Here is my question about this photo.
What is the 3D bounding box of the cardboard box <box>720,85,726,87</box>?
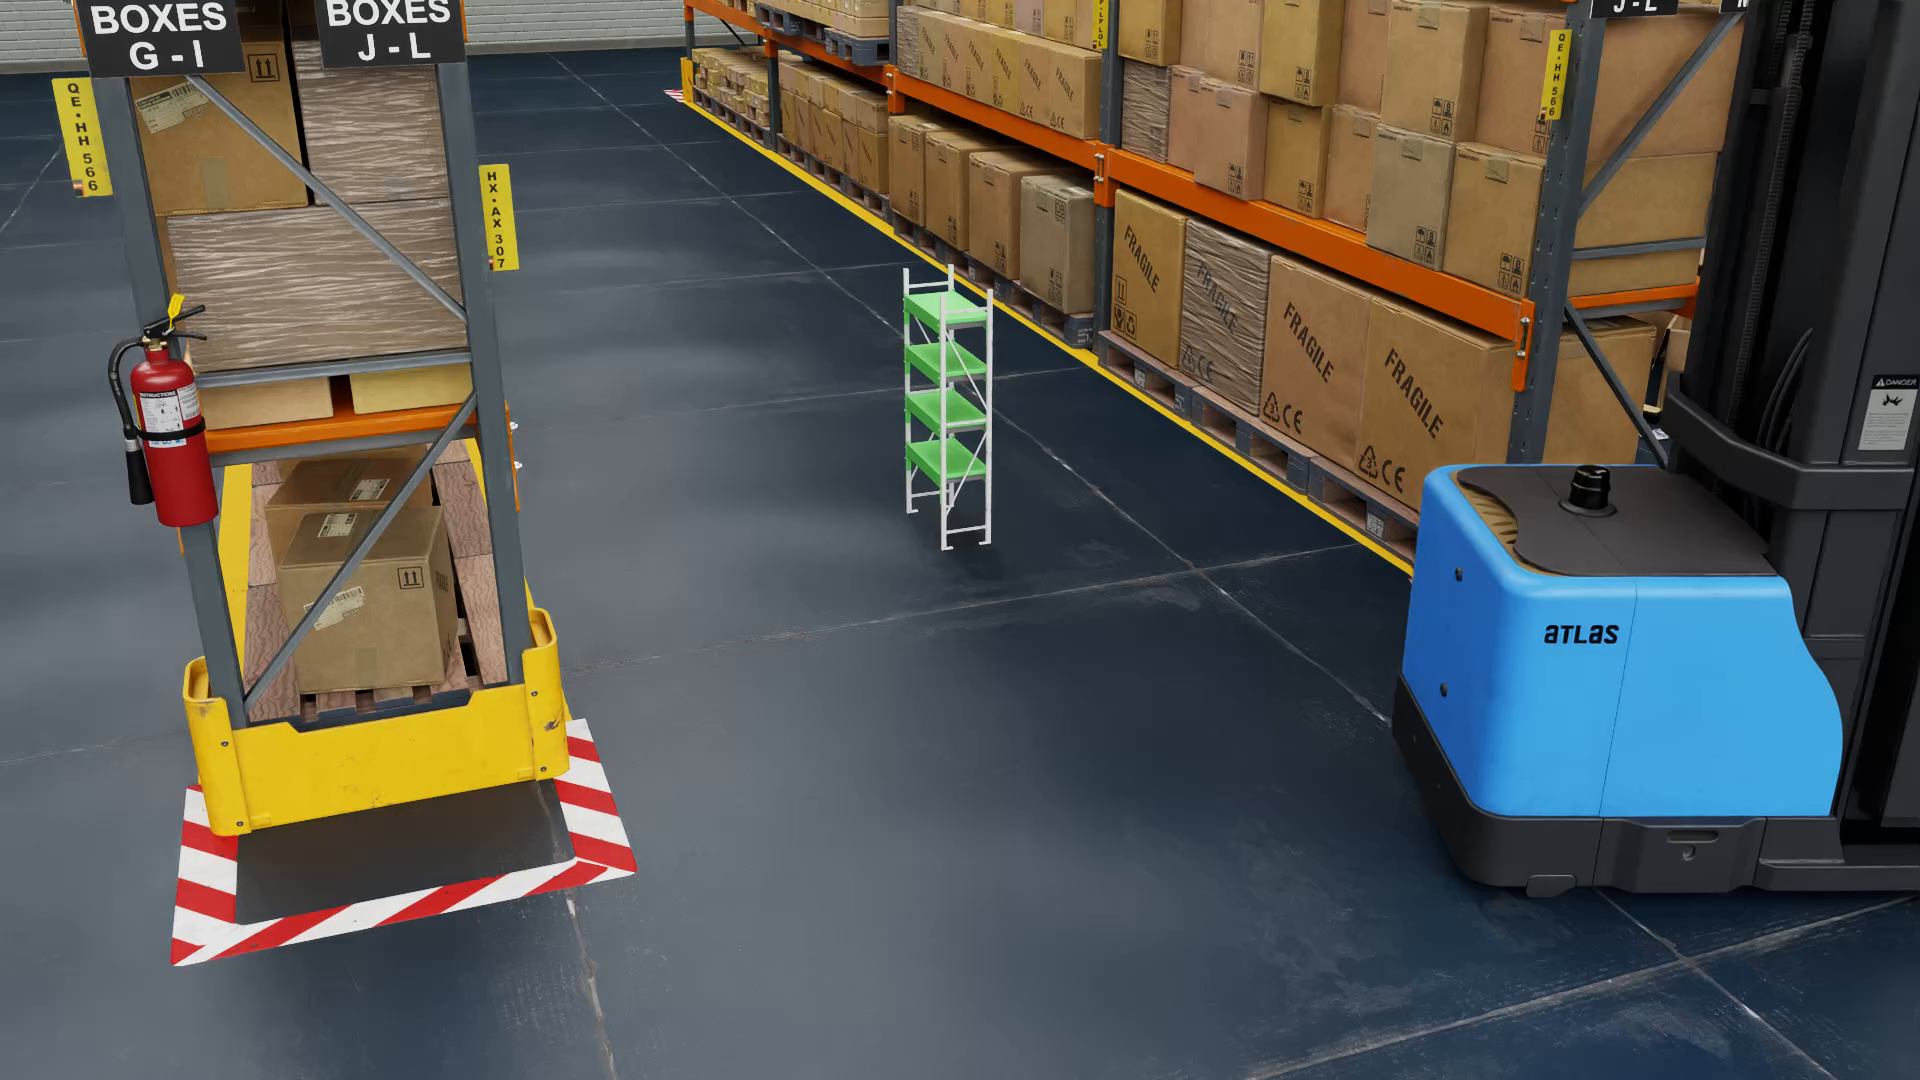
[{"bbox_3d":[-2.596,-5.261,19.501,0.380,0.149,0.250,-8,24,-19],"label":"cardboard box"}]

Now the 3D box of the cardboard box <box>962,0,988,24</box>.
[{"bbox_3d":[0.427,-4.042,12.063,0.700,0.500,0.500,-9,24,-20],"label":"cardboard box"}]

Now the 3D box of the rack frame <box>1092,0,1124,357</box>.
[{"bbox_3d":[1.328,-2.616,10.095,1.000,3.000,0.127,-8,24,-19],"label":"rack frame"}]

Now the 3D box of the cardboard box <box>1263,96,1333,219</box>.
[{"bbox_3d":[2.046,-1.965,8.357,0.875,0.550,0.500,-8,24,-19],"label":"cardboard box"}]

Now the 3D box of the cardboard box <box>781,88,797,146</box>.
[{"bbox_3d":[-1.485,-4.260,16.673,0.500,0.500,0.500,-7,24,-17],"label":"cardboard box"}]

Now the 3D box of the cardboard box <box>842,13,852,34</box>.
[{"bbox_3d":[-0.776,-4.354,14.001,0.380,0.149,0.250,-8,24,-19],"label":"cardboard box"}]

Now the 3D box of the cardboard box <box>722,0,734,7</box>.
[{"bbox_3d":[-2.438,-6.037,18.535,0.380,0.149,0.250,-8,24,-18],"label":"cardboard box"}]

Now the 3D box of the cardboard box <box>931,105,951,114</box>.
[{"bbox_3d":[-0.102,-3.741,14.475,0.500,0.250,0.500,-9,25,-21],"label":"cardboard box"}]

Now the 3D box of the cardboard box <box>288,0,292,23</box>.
[{"bbox_3d":[-2.405,-1.945,6.704,0.500,0.500,0.500,-8,24,-19],"label":"cardboard box"}]

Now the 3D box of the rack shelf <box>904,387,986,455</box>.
[{"bbox_3d":[-0.058,-0.554,7.684,0.258,0.148,0.480,-8,24,-19],"label":"rack shelf"}]

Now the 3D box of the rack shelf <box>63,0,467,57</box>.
[{"bbox_3d":[-2.642,-2.297,6.401,1.077,0.370,4.000,-8,24,-19],"label":"rack shelf"}]

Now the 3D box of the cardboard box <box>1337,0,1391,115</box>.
[{"bbox_3d":[2.295,-2.279,7.712,0.875,0.550,0.550,-8,24,-19],"label":"cardboard box"}]

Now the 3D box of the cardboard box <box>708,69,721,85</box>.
[{"bbox_3d":[-2.764,-5.476,19.626,0.380,0.149,0.250,-8,24,-17],"label":"cardboard box"}]

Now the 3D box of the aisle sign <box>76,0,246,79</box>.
[{"bbox_3d":[-2.194,-1.653,4.464,0.394,0.787,0.004,-8,24,-19],"label":"aisle sign"}]

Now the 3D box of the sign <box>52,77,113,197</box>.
[{"bbox_3d":[-2.461,-1.129,4.670,0.100,0.325,0.005,-8,24,-19],"label":"sign"}]

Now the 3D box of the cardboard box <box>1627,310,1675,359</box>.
[{"bbox_3d":[4.009,-1.420,10.298,0.797,0.637,0.503,-8,24,-19],"label":"cardboard box"}]

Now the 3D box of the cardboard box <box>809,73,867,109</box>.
[{"bbox_3d":[-1.118,-4.226,15.628,0.500,0.250,0.500,-7,24,-17],"label":"cardboard box"}]

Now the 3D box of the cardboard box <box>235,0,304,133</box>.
[{"bbox_3d":[-2.886,-1.875,6.537,0.500,0.500,0.500,-8,24,-19],"label":"cardboard box"}]

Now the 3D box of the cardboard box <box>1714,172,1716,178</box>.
[{"bbox_3d":[5.478,-2.766,13.293,0.950,0.372,0.625,-7,24,-16],"label":"cardboard box"}]

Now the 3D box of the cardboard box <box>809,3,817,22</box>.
[{"bbox_3d":[-1.138,-4.730,14.894,0.380,0.149,0.250,-8,24,-17],"label":"cardboard box"}]

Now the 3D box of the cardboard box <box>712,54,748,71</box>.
[{"bbox_3d":[-2.700,-5.622,19.590,0.380,0.149,0.250,-10,25,-22],"label":"cardboard box"}]

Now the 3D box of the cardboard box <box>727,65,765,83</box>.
[{"bbox_3d":[-2.397,-5.234,18.671,0.380,0.149,0.250,-9,25,-21],"label":"cardboard box"}]

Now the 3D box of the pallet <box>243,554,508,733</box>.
[{"bbox_3d":[-2.216,0.438,6.438,1.003,0.211,1.213,-8,24,-19],"label":"pallet"}]

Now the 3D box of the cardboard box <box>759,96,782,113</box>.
[{"bbox_3d":[-1.907,-4.611,17.574,0.380,0.149,0.250,-8,24,-18],"label":"cardboard box"}]

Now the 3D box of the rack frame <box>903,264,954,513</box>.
[{"bbox_3d":[-0.145,-0.702,7.870,0.240,1.200,0.015,-8,24,-19],"label":"rack frame"}]

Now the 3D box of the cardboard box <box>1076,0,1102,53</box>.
[{"bbox_3d":[1.147,-3.303,10.308,0.700,0.500,0.500,-9,24,-20],"label":"cardboard box"}]

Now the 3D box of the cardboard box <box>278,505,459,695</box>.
[{"bbox_3d":[-2.140,0.210,6.067,0.500,0.500,0.500,-4,23,-9],"label":"cardboard box"}]

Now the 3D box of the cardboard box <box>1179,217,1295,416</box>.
[{"bbox_3d":[1.806,-1.266,9.086,0.875,0.875,0.875,-8,24,-19],"label":"cardboard box"}]

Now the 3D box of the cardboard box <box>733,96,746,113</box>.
[{"bbox_3d":[-2.321,-4.875,18.583,0.380,0.149,0.250,-8,24,-19],"label":"cardboard box"}]

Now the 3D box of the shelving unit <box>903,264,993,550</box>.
[{"bbox_3d":[-0.058,-0.613,7.660,0.258,1.200,0.503,-8,24,-19],"label":"shelving unit"}]

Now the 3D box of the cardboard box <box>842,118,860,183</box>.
[{"bbox_3d":[-0.742,-3.504,14.879,0.500,0.500,0.500,-7,24,-17],"label":"cardboard box"}]

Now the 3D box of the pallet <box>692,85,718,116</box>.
[{"bbox_3d":[-2.631,-5.364,20.204,1.003,0.211,1.213,-8,24,-19],"label":"pallet"}]

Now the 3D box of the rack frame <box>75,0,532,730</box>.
[{"bbox_3d":[-1.935,-0.519,5.120,1.000,3.000,0.127,-8,24,-19],"label":"rack frame"}]

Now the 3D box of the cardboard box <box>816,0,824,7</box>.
[{"bbox_3d":[-1.051,-4.775,14.618,0.380,0.149,0.250,-9,24,-19],"label":"cardboard box"}]

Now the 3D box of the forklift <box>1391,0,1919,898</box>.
[{"bbox_3d":[3.056,-0.436,5.010,3.031,2.935,1.130,0,23,0],"label":"forklift"}]

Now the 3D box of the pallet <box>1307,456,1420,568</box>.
[{"bbox_3d":[2.385,-0.158,7.852,1.003,0.211,1.213,-8,24,-19],"label":"pallet"}]

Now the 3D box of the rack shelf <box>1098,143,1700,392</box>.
[{"bbox_3d":[2.034,-1.558,8.511,1.077,0.370,4.000,-8,24,-19],"label":"rack shelf"}]

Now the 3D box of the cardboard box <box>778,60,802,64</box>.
[{"bbox_3d":[-1.954,-5.402,19.069,0.380,0.149,0.250,-8,24,-19],"label":"cardboard box"}]

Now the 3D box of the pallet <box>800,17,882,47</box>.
[{"bbox_3d":[-0.823,-4.695,15.274,1.003,0.211,1.213,-8,24,-19],"label":"pallet"}]

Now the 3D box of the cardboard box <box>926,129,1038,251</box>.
[{"bbox_3d":[0.358,-2.676,12.592,1.050,0.750,0.750,-8,24,-18],"label":"cardboard box"}]

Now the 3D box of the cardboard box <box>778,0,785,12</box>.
[{"bbox_3d":[-1.514,-5.112,15.799,0.380,0.149,0.250,-8,24,-18],"label":"cardboard box"}]

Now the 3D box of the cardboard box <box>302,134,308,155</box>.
[{"bbox_3d":[-2.529,-1.259,6.362,0.875,0.500,0.500,-8,24,-19],"label":"cardboard box"}]

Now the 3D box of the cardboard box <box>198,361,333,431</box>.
[{"bbox_3d":[-2.229,-0.479,5.347,0.380,0.149,0.250,-8,24,-19],"label":"cardboard box"}]

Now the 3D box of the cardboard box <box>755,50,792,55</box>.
[{"bbox_3d":[-2.242,-5.797,20.006,0.380,0.149,0.250,-9,24,-20],"label":"cardboard box"}]

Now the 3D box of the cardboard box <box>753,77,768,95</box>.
[{"bbox_3d":[-1.995,-4.858,17.778,0.380,0.149,0.250,-8,24,-18],"label":"cardboard box"}]

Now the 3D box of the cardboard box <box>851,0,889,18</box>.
[{"bbox_3d":[-0.686,-4.402,13.731,0.380,0.149,0.250,-8,24,-18],"label":"cardboard box"}]

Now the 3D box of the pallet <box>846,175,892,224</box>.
[{"bbox_3d":[-0.360,-3.069,14.759,1.003,0.211,1.213,-8,24,-19],"label":"pallet"}]

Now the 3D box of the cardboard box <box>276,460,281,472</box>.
[{"bbox_3d":[-3.035,-0.656,8.123,0.500,0.500,0.500,-1,23,-2],"label":"cardboard box"}]

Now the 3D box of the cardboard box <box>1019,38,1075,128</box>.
[{"bbox_3d":[0.715,-2.999,10.874,0.500,0.500,0.500,-9,24,-20],"label":"cardboard box"}]

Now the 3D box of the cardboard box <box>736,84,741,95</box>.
[{"bbox_3d":[-2.306,-5.097,18.728,0.380,0.149,0.250,-10,25,-21],"label":"cardboard box"}]

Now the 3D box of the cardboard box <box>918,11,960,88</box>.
[{"bbox_3d":[0.003,-3.731,12.612,0.500,0.500,0.500,-9,24,-19],"label":"cardboard box"}]

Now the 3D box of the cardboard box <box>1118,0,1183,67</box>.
[{"bbox_3d":[1.426,-3.044,9.527,0.875,0.550,0.550,-8,24,-19],"label":"cardboard box"}]
